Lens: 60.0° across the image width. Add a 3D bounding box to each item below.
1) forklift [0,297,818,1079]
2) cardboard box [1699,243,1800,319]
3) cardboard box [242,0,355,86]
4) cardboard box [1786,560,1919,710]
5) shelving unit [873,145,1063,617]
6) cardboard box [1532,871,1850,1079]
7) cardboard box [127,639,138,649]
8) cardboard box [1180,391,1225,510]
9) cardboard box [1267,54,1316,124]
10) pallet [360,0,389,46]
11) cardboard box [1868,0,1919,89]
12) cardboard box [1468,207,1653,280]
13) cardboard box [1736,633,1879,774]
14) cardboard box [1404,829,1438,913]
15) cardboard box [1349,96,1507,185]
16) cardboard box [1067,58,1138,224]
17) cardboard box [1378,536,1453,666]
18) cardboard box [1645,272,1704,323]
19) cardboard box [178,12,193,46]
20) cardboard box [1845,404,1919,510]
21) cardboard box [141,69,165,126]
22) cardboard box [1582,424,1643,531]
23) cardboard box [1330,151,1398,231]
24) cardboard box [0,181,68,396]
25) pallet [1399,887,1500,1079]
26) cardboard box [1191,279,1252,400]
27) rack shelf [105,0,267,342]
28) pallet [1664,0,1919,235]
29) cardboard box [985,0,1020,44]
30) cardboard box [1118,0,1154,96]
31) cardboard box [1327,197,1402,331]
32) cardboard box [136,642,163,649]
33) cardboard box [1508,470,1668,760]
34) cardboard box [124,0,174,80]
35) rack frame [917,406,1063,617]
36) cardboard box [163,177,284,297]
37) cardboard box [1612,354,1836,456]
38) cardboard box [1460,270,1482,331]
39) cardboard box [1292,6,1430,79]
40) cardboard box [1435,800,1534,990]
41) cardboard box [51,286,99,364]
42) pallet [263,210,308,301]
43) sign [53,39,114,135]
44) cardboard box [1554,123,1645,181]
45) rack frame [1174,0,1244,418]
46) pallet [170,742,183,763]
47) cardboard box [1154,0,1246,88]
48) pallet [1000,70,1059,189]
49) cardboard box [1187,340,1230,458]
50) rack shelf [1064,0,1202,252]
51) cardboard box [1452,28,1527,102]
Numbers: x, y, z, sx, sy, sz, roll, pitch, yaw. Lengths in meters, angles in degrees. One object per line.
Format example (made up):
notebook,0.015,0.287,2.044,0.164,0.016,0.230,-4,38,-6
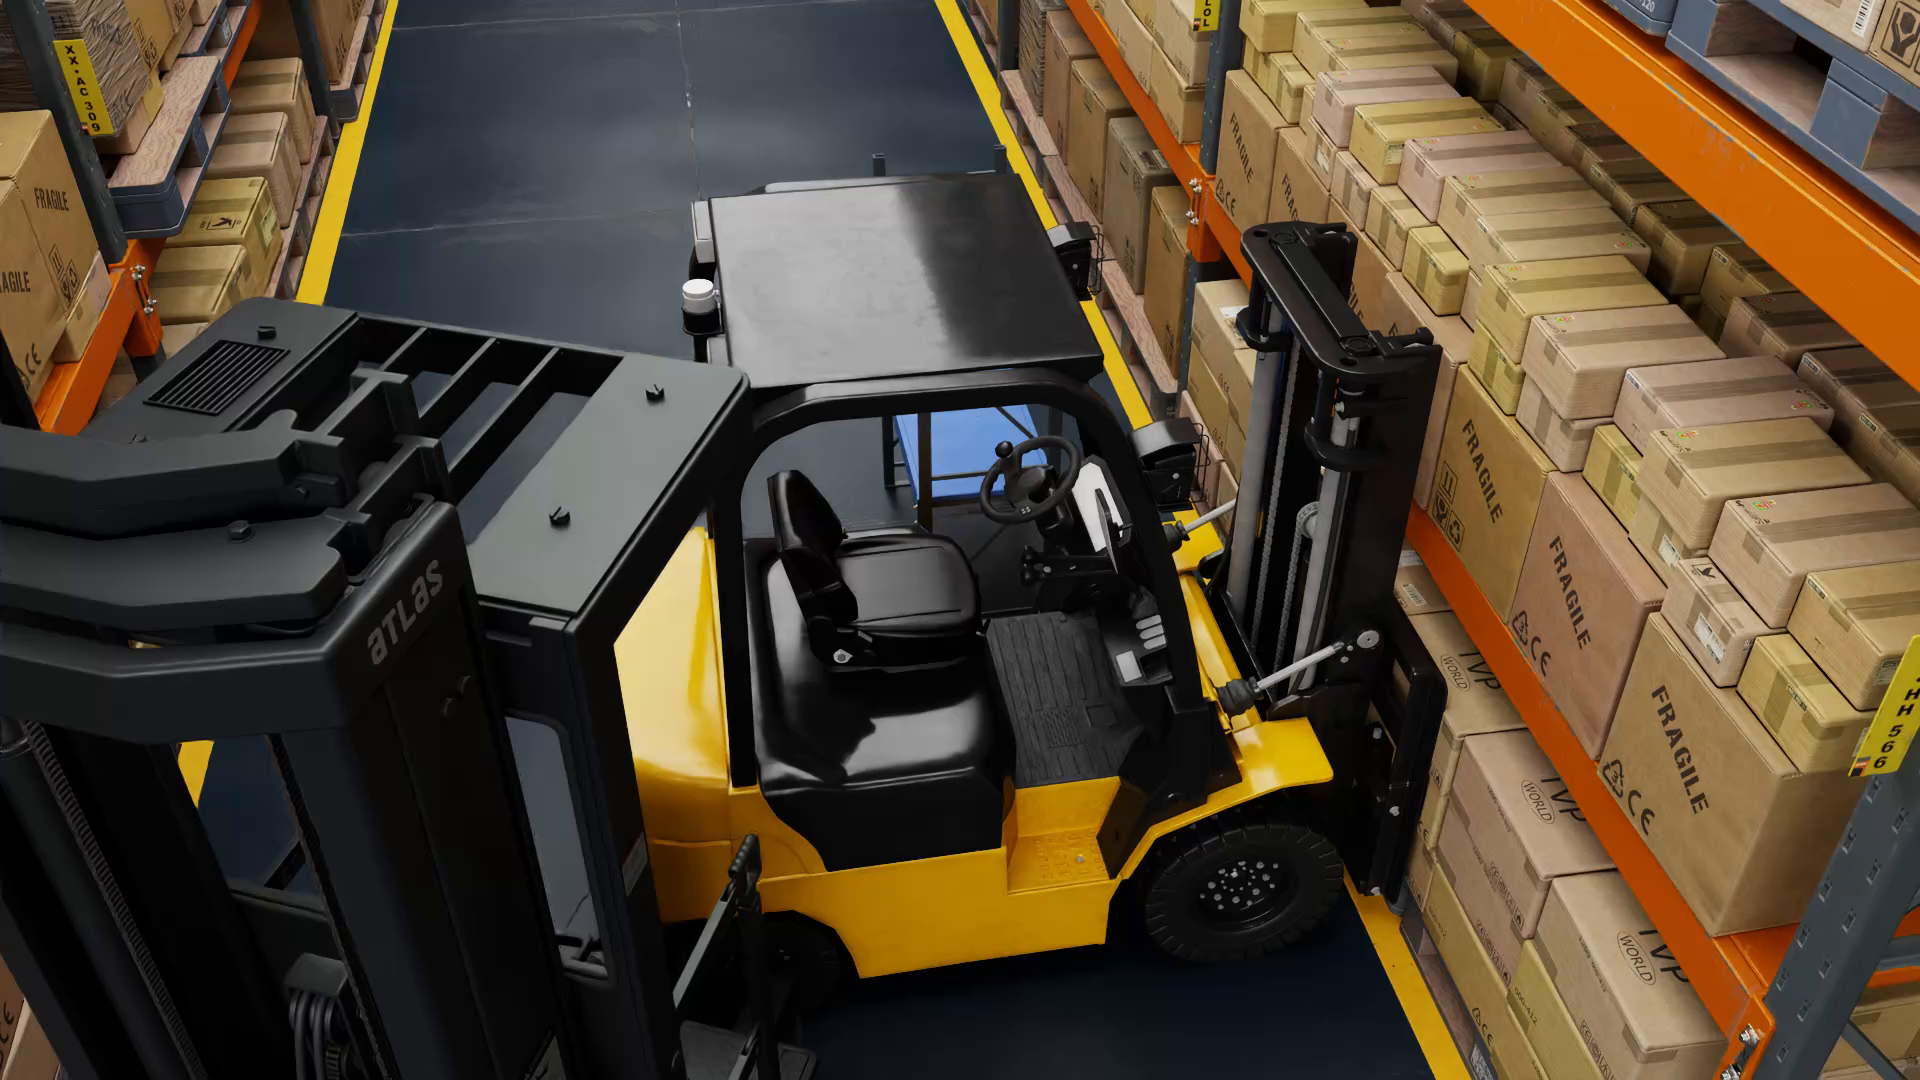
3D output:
forklift,-1.022,0.678,3.489,1.130,2.935,3.031,10,39,12
cardboard box,2.165,-0.655,4.295,0.380,0.149,0.250,-7,38,-9
cardboard box,-4.193,-3.268,9.901,0.875,0.875,0.875,-7,38,-8
cardboard box,1.865,0.174,3.229,0.380,0.149,0.250,-6,38,-8
shelving unit,0.015,-0.541,6.224,0.538,1.500,1.048,-6,38,-8
cardboard box,1.747,1.061,4.023,0.500,0.250,0.500,-5,38,-6
cardboard box,-2.993,0.160,5.387,0.500,0.500,0.500,-6,38,-7
cardboard box,1.193,-0.388,6.703,0.500,0.250,0.500,-6,38,-7
cardboard box,1.278,-1.554,5.695,0.380,0.149,0.250,-5,38,-7
pallet,-4.428,-3.634,11.255,1.003,0.211,1.213,-6,38,-8
cardboard box,1.818,-0.890,2.500,0.500,0.500,0.500,-5,38,-6
cardboard box,1.590,-0.752,4.420,0.380,0.149,0.250,-6,38,-7
cardboard box,1.798,0.306,3.301,0.380,0.149,0.250,-6,38,-7
cardboard box,1.585,0.846,5.115,0.500,0.250,0.500,-6,38,-7
cardboard box,1.402,-1.202,5.000,0.380,0.149,0.250,-7,38,-9
cardboard box,1.069,-2.101,8.602,0.875,0.625,0.625,-8,39,-10
cardboard box,1.472,0.143,5.205,0.500,0.250,0.500,-7,38,-9
cardboard box,2.085,-0.676,4.565,0.380,0.149,0.250,-6,38,-8
cardboard box,-3.444,-2.158,6.945,0.380,0.149,0.250,-6,38,-8
cardboard box,2.214,-0.178,3.681,0.380,0.149,0.250,-6,38,-7
cardboard box,-3.273,-1.685,6.337,0.380,0.149,0.250,-5,38,-7
cardboard box,1.707,-0.160,3.900,0.380,0.149,0.250,-6,38,-8
cardboard box,1.366,-1.084,5.090,0.380,0.149,0.250,-7,38,-8
cardboard box,-3.033,-0.704,4.888,0.500,0.500,0.500,-5,38,-6
pallet,1.960,1.424,4.744,1.003,0.211,1.213,-6,38,-8
cardboard box,1.210,-0.784,6.398,0.500,0.250,0.500,-7,38,-9
rack shelf,-3.803,-2.023,7.496,1.077,0.370,4.000,-6,38,-8
pallet,2.037,-0.799,2.960,1.003,0.211,1.213,-6,38,-8
cardboard box,0.447,-3.462,10.457,0.500,0.500,0.500,-5,38,-7
cardboard box,0.994,-2.155,7.202,0.500,0.250,0.500,-6,38,-8
cardboard box,1.452,-0.760,5.202,0.500,0.500,0.500,-7,38,-8
cardboard box,-2.981,0.470,5.600,0.500,0.250,0.500,-7,38,-9
cardboard box,1.709,0.158,4.020,0.500,0.500,0.500,-5,38,-7
cardboard box,-3.341,-2.038,6.263,0.500,0.500,0.500,-6,38,-8
rack frame,0.104,-0.234,5.828,0.500,1.500,0.032,-6,38,-8
cardboard box,-3.800,-1.398,7.903,0.950,0.372,0.625,-5,38,-6
cardboard box,1.748,-0.285,3.820,0.380,0.149,0.250,-6,38,-8
cardboard box,1.594,-0.627,4.502,0.380,0.149,0.250,-6,38,-8
cardboard box,1.350,-1.678,5.612,0.380,0.149,0.250,-6,38,-7
cardboard box,1.665,0.939,4.588,0.500,0.250,0.500,-7,38,-8
cardboard box,-3.045,-0.689,5.396,0.380,0.149,0.250,-5,38,-7
pallet,-3.808,-1.207,8.131,1.003,0.211,1.213,-6,38,-8
sign,-2.919,-1.504,5.535,0.100,0.325,0.005,-6,38,-8
cardboard box,1.980,-1.111,4.883,0.380,0.149,0.250,-7,38,-8
rack frame,1.434,-1.635,6.410,1.000,3.000,0.127,-6,38,-8
pallet,-3.300,0.404,6.058,1.003,0.211,1.213,-6,38,-8
cardboard box,1.096,-2.043,6.649,0.500,0.250,0.500,-7,38,-9
pallet,0.838,-2.449,9.730,1.003,0.211,1.213,-6,38,-8
cardboard box,1.215,-0.587,6.553,0.500,0.250,0.500,-6,38,-8
rack shelf,1.083,-2.559,8.186,1.077,0.370,4.000,-6,38,-8
cardboard box,1.850,-1.574,5.478,0.380,0.149,0.250,-7,38,-8
